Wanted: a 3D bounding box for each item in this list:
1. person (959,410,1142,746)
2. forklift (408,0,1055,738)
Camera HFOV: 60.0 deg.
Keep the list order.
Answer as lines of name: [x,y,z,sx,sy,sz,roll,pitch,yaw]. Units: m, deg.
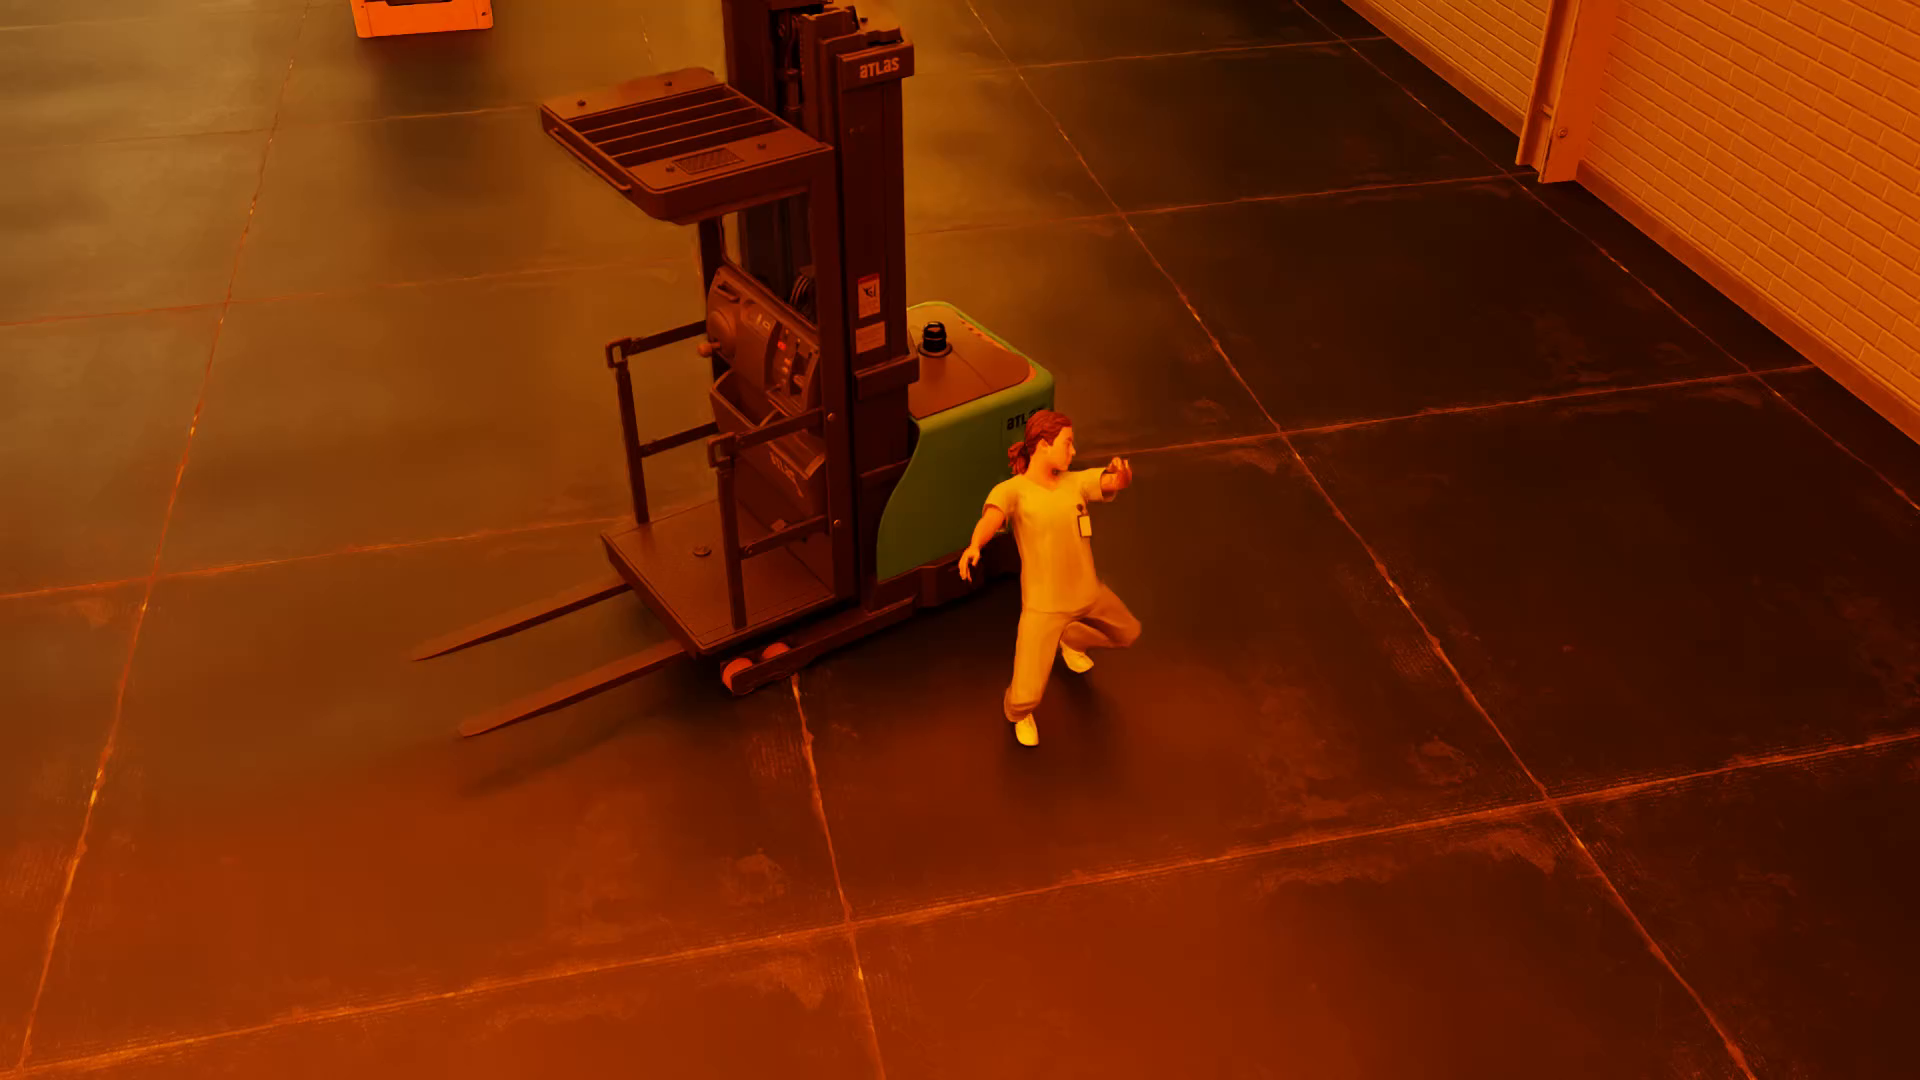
person: [0.299,0.216,6.975,0.987,1.486,0.669,-24,42,-30]
forklift: [-1.042,-0.837,7.213,3.031,2.935,1.130,-22,41,-27]
